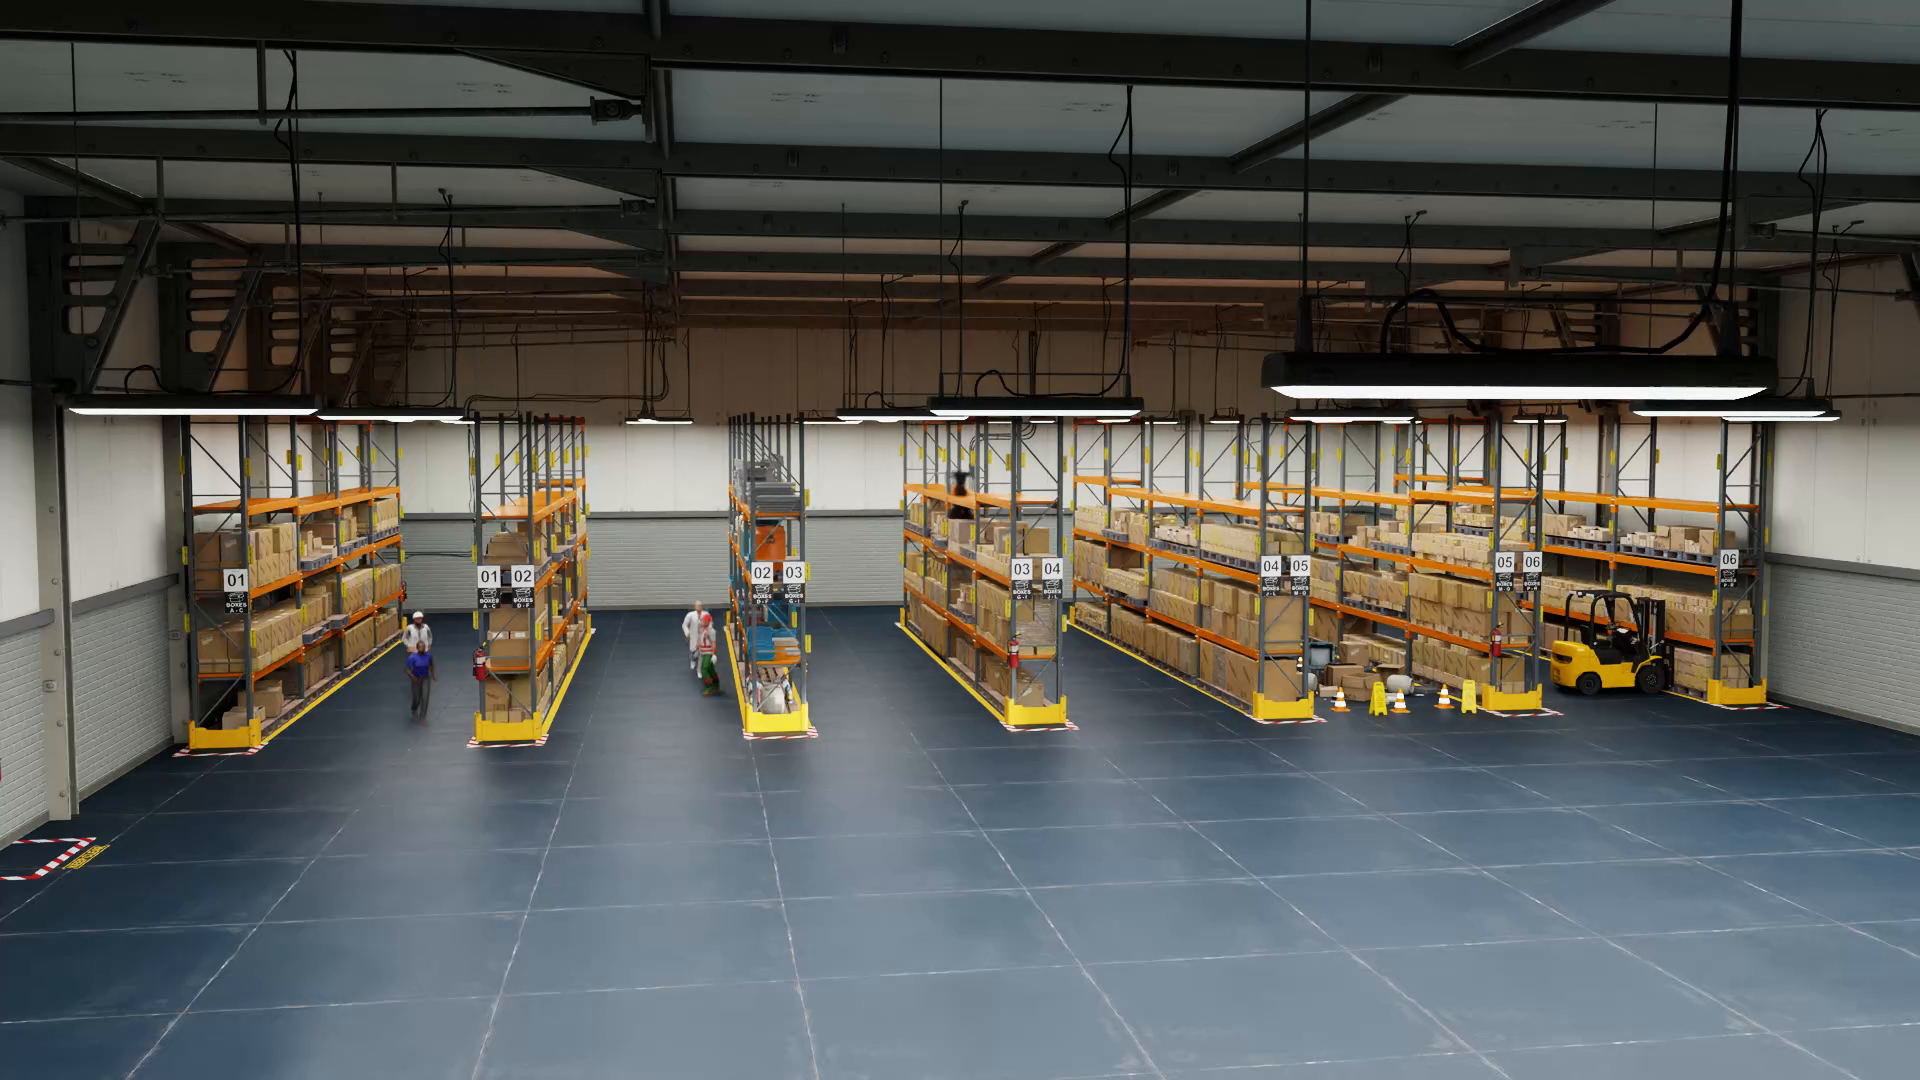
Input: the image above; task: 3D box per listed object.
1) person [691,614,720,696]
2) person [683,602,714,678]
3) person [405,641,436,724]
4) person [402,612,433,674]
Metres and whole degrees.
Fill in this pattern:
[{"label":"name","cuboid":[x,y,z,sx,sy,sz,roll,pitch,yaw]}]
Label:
[{"label":"person","cuboid":[-5.413,2.431,35.690,0.697,1.733,0.852,-2,4,-29]},{"label":"person","cuboid":[-6.027,2.271,38.320,0.728,1.734,0.721,-1,4,-19]},{"label":"person","cuboid":[-10.498,2.744,32.257,0.556,1.594,0.701,-2,5,-30]},{"label":"person","cuboid":[-11.857,2.404,36.379,0.658,1.699,0.632,-2,4,-24]}]
